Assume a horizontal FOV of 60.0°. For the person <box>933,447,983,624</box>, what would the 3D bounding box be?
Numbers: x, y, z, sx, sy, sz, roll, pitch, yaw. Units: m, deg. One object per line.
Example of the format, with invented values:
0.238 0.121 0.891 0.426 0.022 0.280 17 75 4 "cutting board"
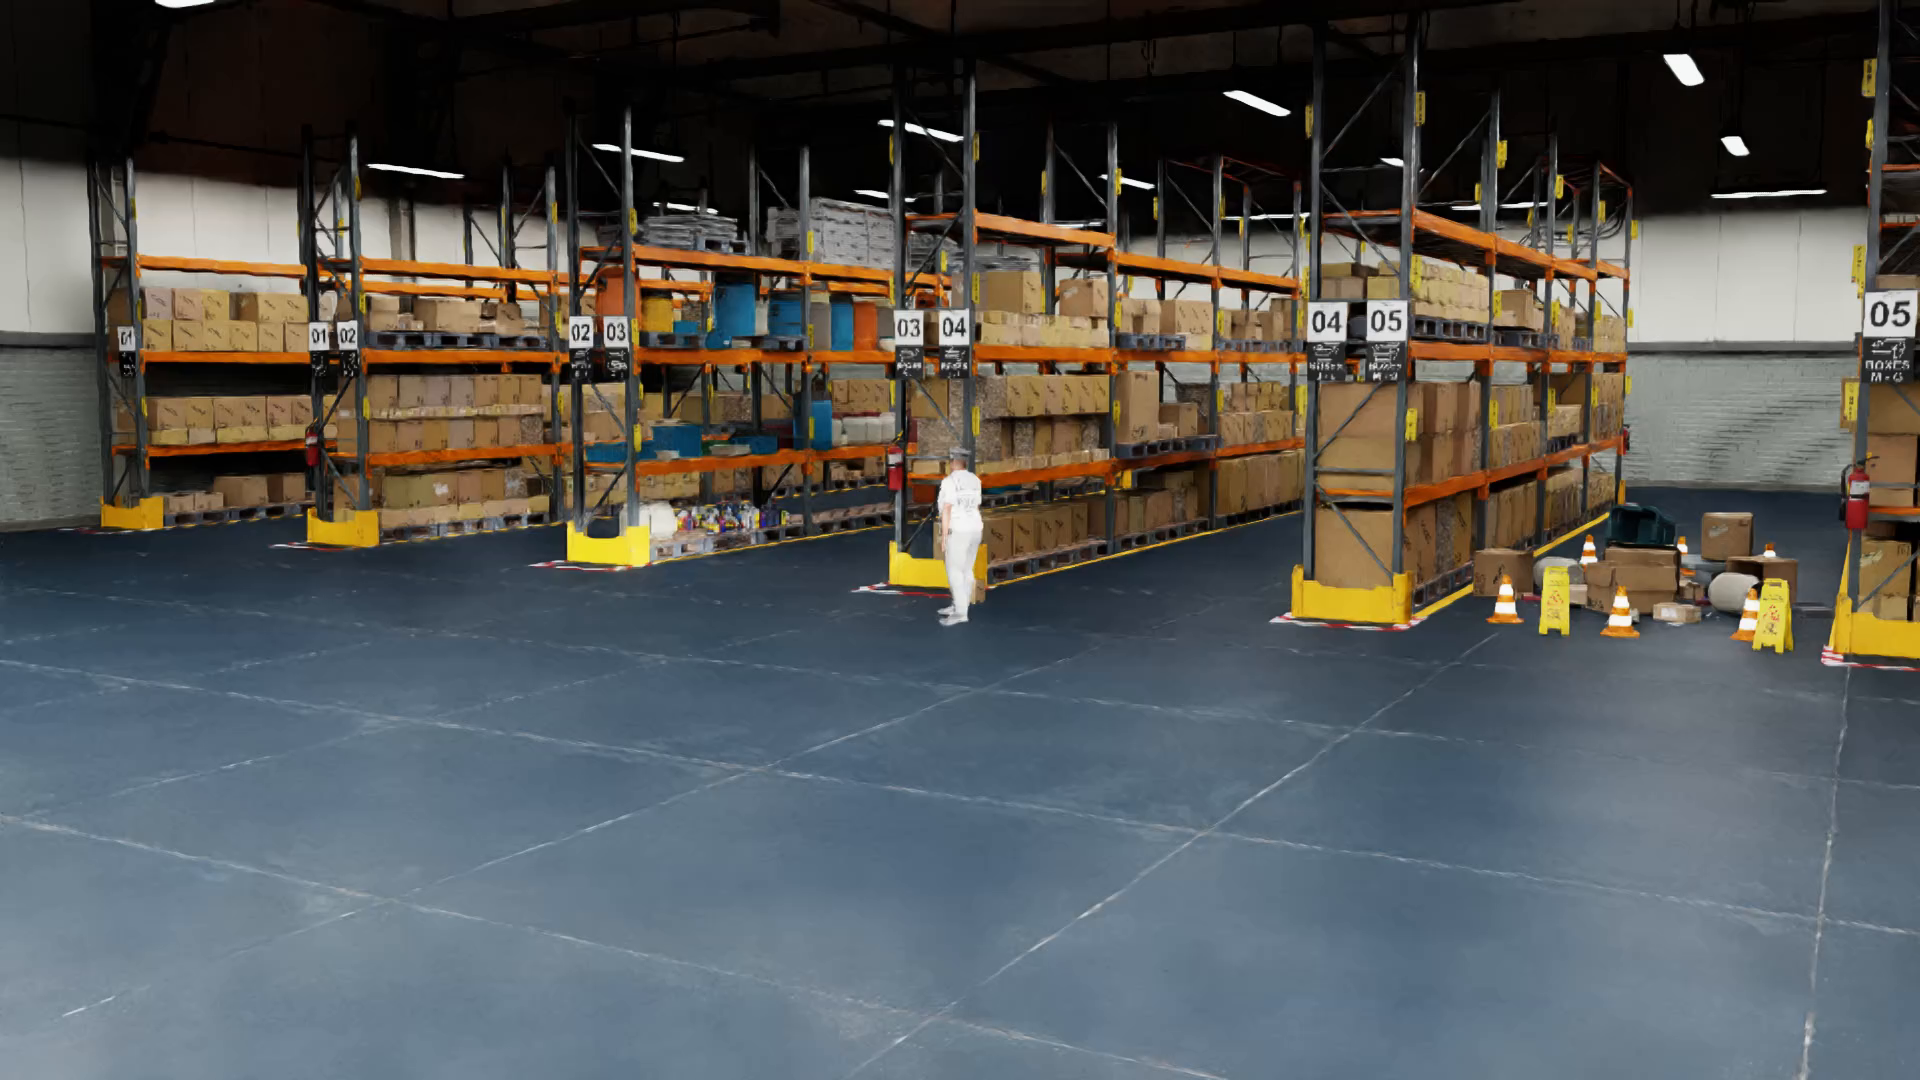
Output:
-0.025 -0.051 16.689 0.604 1.755 0.634 4 7 37 "person"
